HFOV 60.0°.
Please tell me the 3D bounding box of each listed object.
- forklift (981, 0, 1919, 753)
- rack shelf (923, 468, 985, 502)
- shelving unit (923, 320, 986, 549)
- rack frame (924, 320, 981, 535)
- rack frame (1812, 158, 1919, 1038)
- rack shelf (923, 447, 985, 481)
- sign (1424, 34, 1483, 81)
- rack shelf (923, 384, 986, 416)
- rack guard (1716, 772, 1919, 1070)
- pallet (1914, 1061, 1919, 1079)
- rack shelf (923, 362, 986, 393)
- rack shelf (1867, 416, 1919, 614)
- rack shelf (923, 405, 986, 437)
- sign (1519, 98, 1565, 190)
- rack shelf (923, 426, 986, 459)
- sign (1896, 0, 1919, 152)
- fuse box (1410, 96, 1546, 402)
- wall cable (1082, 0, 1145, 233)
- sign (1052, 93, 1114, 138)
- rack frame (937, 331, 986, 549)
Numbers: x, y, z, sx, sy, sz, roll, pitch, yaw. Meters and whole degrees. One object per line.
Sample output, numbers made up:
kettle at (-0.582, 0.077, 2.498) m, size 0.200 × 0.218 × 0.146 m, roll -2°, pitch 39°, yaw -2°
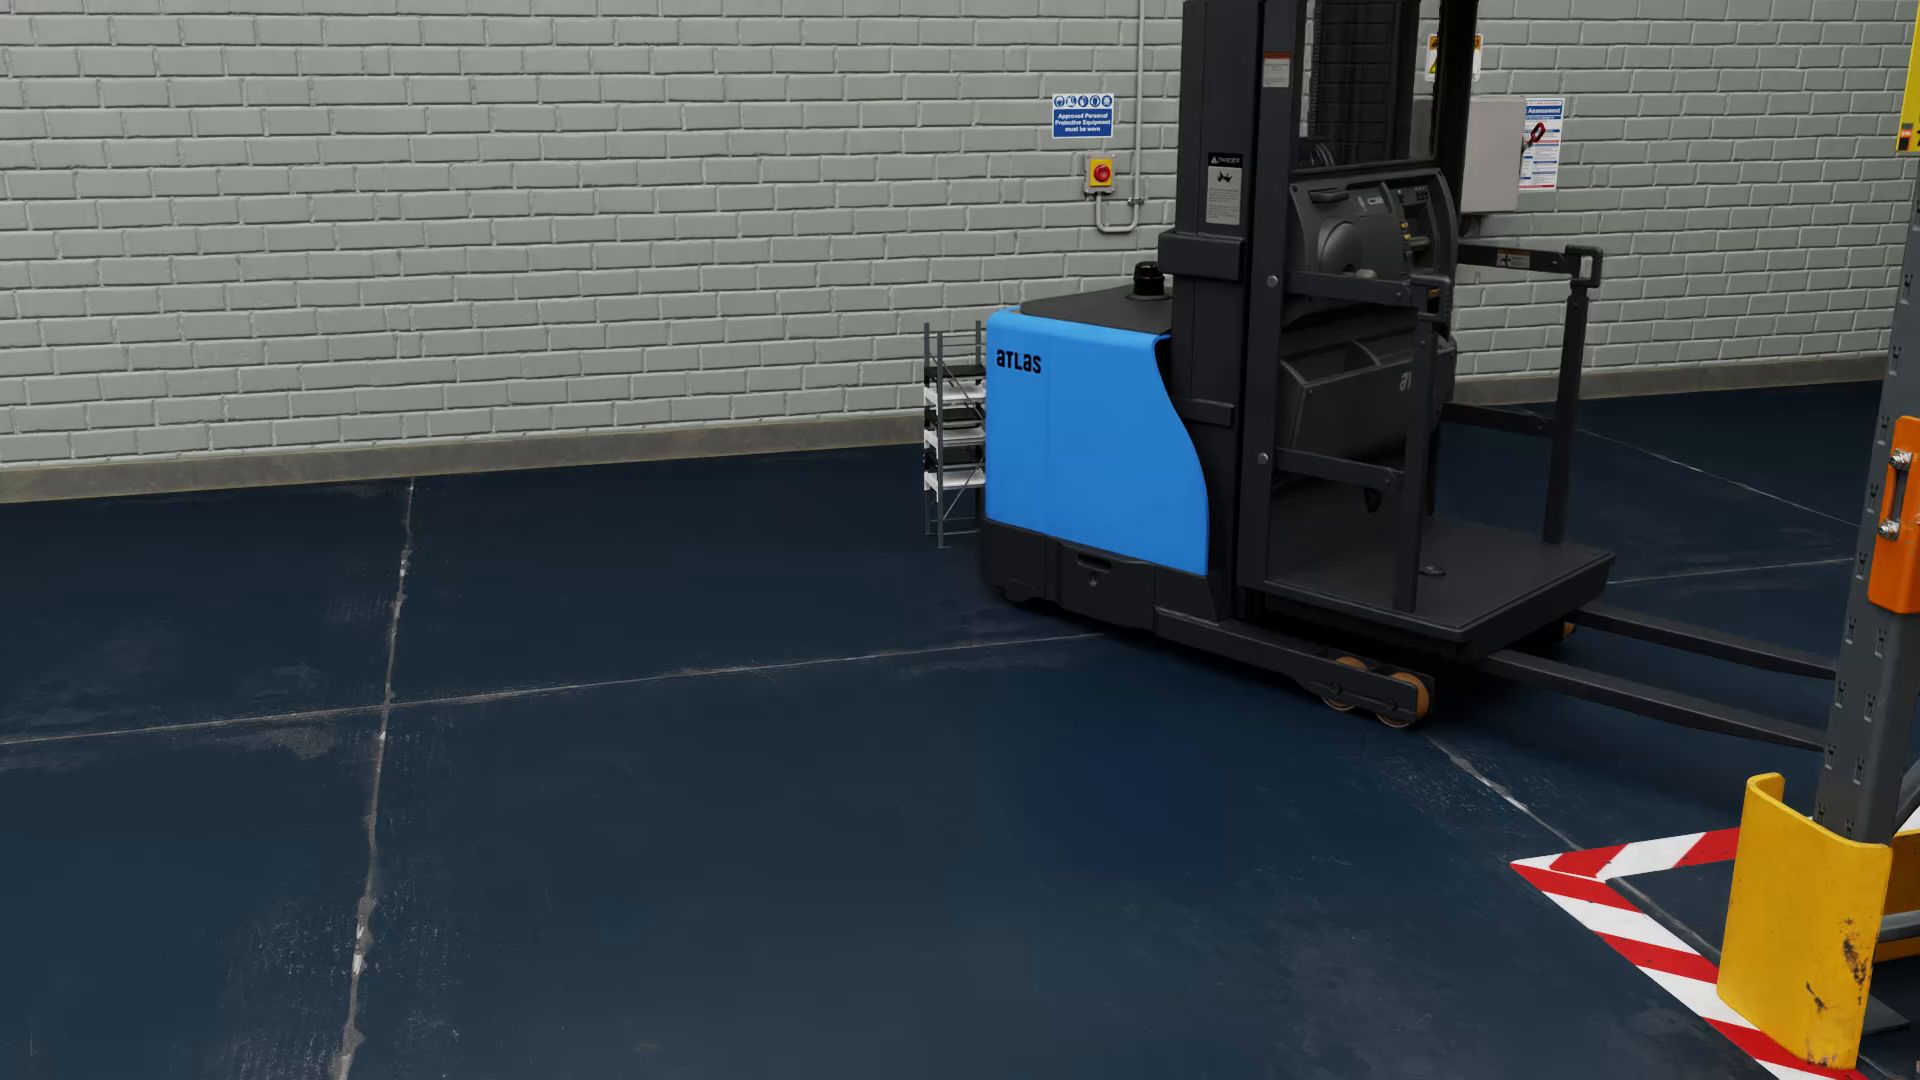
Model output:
forklift at (1.486, -1.001, 5.190) m, size 3.031 × 2.935 × 1.130 m, roll 16°, pitch 23°, yaw 42°
rack shelf at (-0.002, -0.229, 6.891) m, size 0.258 × 0.077 × 0.200 m, roll -5°, pitch 17°, yaw -15°
shelving unit at (-0.002, -0.433, 6.830) m, size 0.258 × 0.900 × 0.210 m, roll -5°, pitch 17°, yaw -15°
rack frame at (-0.030, -0.461, 6.924) m, size 0.240 × 0.900 × 0.006 m, roll -5°, pitch 17°, yaw -15°
rack frame at (2.257, -0.444, 3.215) m, size 1.000 × 3.000 × 0.127 m, roll -5°, pitch 17°, yaw -15°
rack shelf at (-0.002, -0.315, 6.866) m, size 0.258 × 0.077 × 0.200 m, roll -5°, pitch 17°, yaw -15°
sign at (2.635, -2.576, 8.877) m, size 0.339 × 0.242 × 0.001 m, roll -5°, pitch 17°, yaw -15°
rack shelf at (-0.002, -0.574, 6.788) m, size 0.258 × 0.077 × 0.200 m, roll -5°, pitch 17°, yaw -15°
rack guard at (2.250, 0.747, 3.597) m, size 1.175 × 0.500 × 0.348 m, roll -5°, pitch 17°, yaw -15°
pallet at (2.552, 1.107, 2.900) m, size 1.003 × 0.211 × 1.213 m, roll -5°, pitch 17°, yaw -15°
rack shelf at (-0.002, -0.660, 6.762) m, size 0.258 × 0.077 × 0.200 m, roll -5°, pitch 17°, yaw -15°
rack shelf at (2.807, 0.454, 1.477) m, size 1.077 × 0.370 × 4.000 m, roll -5°, pitch 17°, yaw -15°
rack shelf at (-0.002, -0.487, 6.814) m, size 0.258 × 0.077 × 0.200 m, roll -5°, pitch 17°, yaw -15°
sign at (3.163, -2.178, 9.154) m, size 0.329 × 0.494 × 0.001 m, roll -5°, pitch 17°, yaw -15°
rack shelf at (-0.002, -0.401, 6.840) m, size 0.258 × 0.077 × 0.200 m, roll -5°, pitch 17°, yaw -15°
sign at (1.722, -0.854, 2.938) m, size 0.100 × 0.325 × 0.005 m, roll -5°, pitch 17°, yaw -15°
fuse box at (2.745, -1.510, 9.005) m, size 0.539 × 1.711 × 0.414 m, roll -5°, pitch 17°, yaw -15°
wall cable at (0.685, -2.503, 8.251) m, size 0.585 × 1.953 × 0.123 m, roll -5°, pitch 17°, yaw -15°
sign at (0.622, -2.144, 8.406) m, size 0.327 × 0.218 × 0.001 m, roll -5°, pitch 17°, yaw -15°
rack frame at (0.026, -0.405, 6.736) m, size 0.240 × 0.900 × 0.006 m, roll -5°, pitch 17°, yaw -15°
